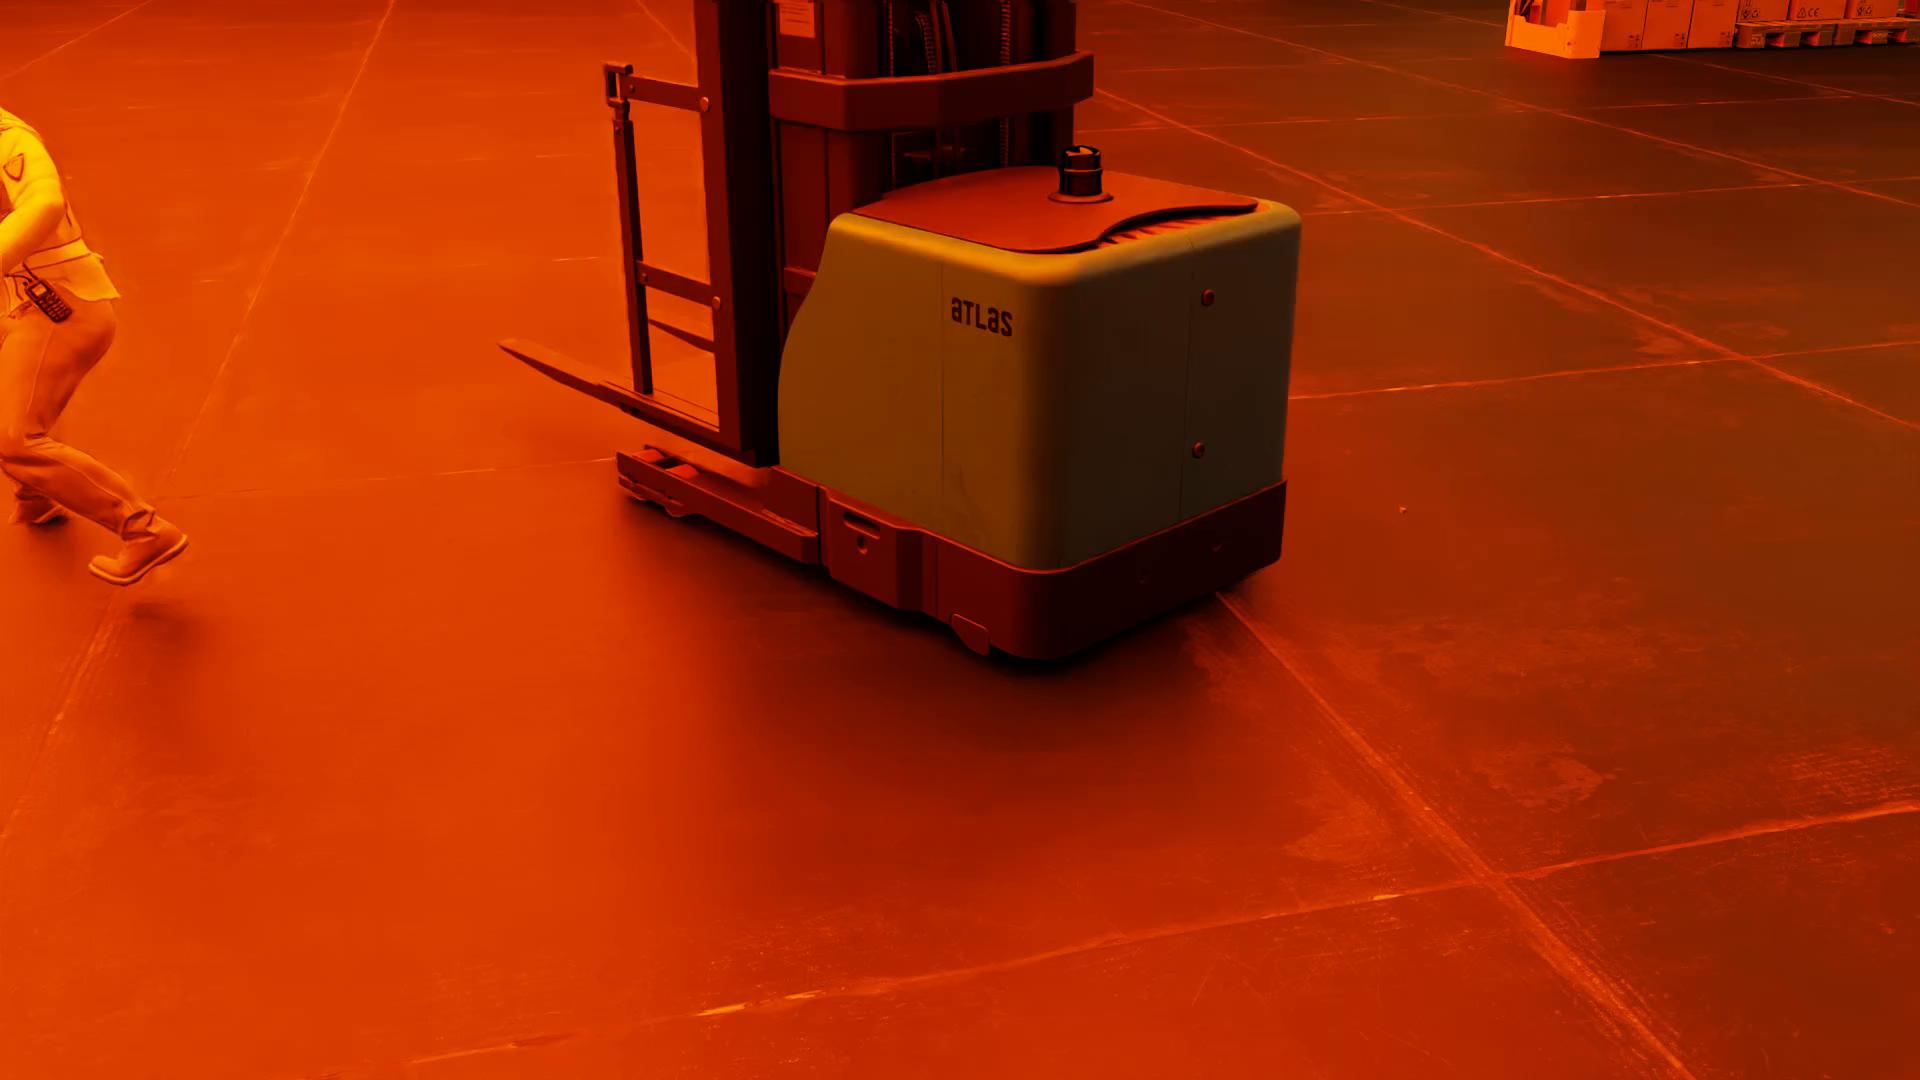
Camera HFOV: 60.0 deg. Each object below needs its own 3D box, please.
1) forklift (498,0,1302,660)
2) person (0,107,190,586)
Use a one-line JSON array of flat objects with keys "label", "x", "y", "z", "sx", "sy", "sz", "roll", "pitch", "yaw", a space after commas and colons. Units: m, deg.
[{"label": "forklift", "x": -0.451, "y": -1.538, "z": 4.923, "sx": 1.130, "sy": 2.935, "sz": 3.031, "roll": -20, "pitch": 30, "yaw": -39}, {"label": "person", "x": -2.613, "y": -0.626, "z": 4.706, "sx": 0.522, "sy": 1.589, "sz": 1.098, "roll": -12, "pitch": 26, "yaw": -26}]
